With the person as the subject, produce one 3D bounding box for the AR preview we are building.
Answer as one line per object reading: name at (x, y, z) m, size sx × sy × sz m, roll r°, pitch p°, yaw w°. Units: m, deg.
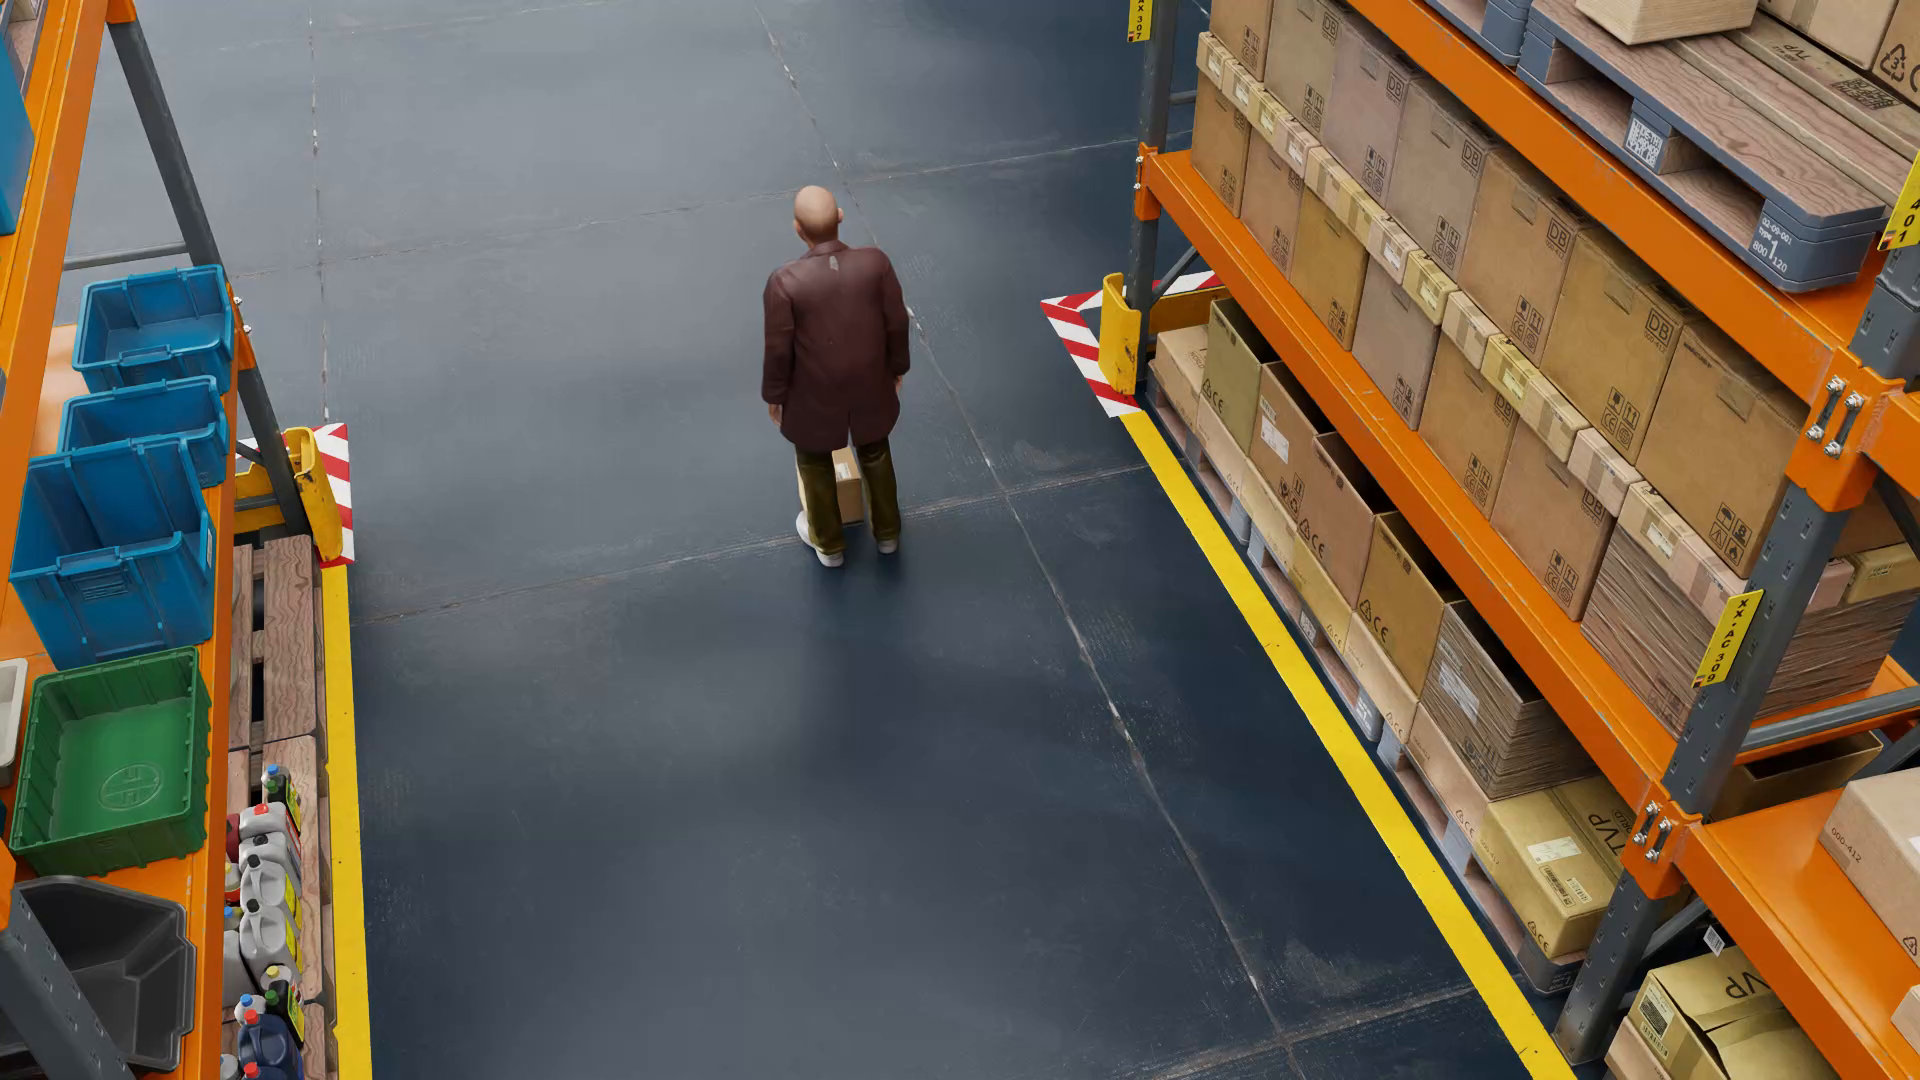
person at (-0.515, -0.653, 6.906) m, size 0.644 × 1.772 × 0.429 m, roll -14°, pitch 44°, yaw -15°
